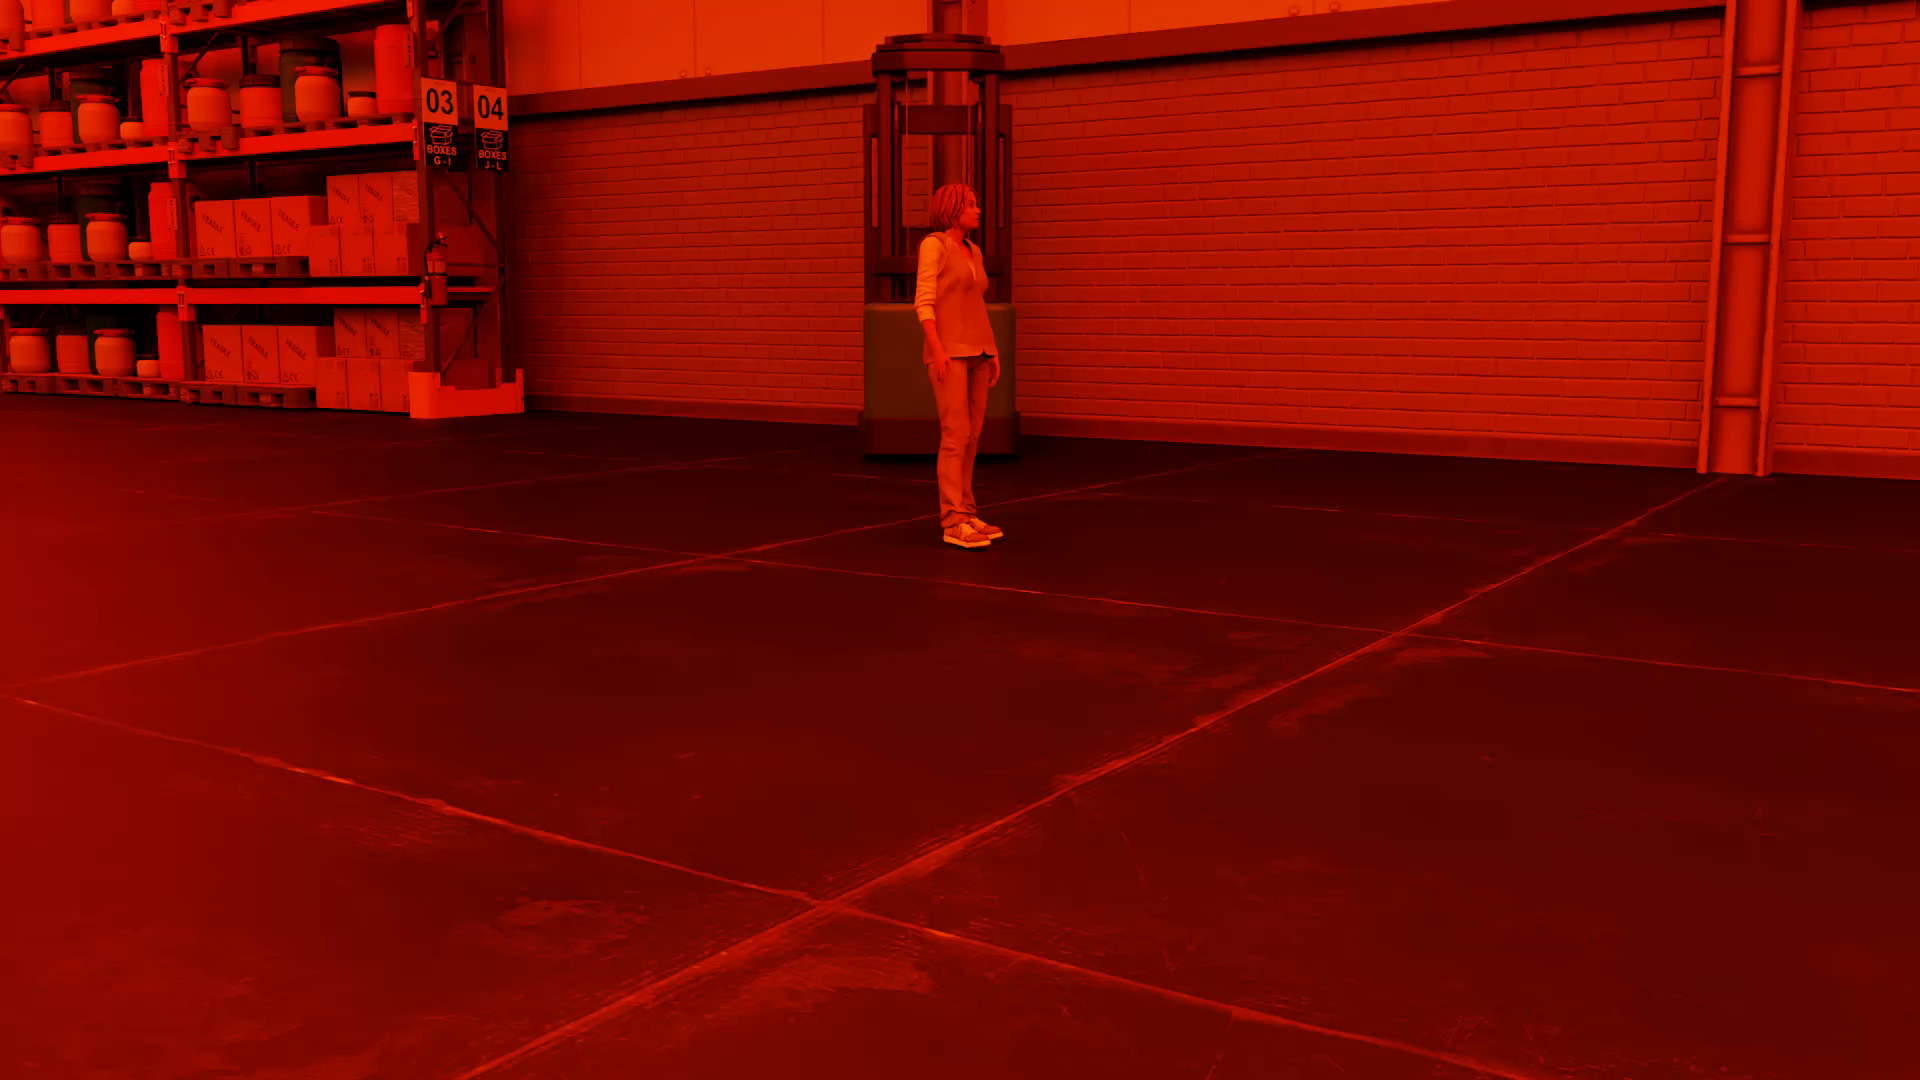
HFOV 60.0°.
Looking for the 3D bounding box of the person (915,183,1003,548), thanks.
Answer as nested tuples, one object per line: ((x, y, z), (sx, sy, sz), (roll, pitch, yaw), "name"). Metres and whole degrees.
((0.054, -0.784, 7.438), (0.473, 1.585, 0.520), (5, 10, 34), "person")

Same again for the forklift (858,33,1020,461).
((-0.168, -2.167, 12.433), (1.130, 2.935, 3.031), (0, 8, -1), "forklift")
